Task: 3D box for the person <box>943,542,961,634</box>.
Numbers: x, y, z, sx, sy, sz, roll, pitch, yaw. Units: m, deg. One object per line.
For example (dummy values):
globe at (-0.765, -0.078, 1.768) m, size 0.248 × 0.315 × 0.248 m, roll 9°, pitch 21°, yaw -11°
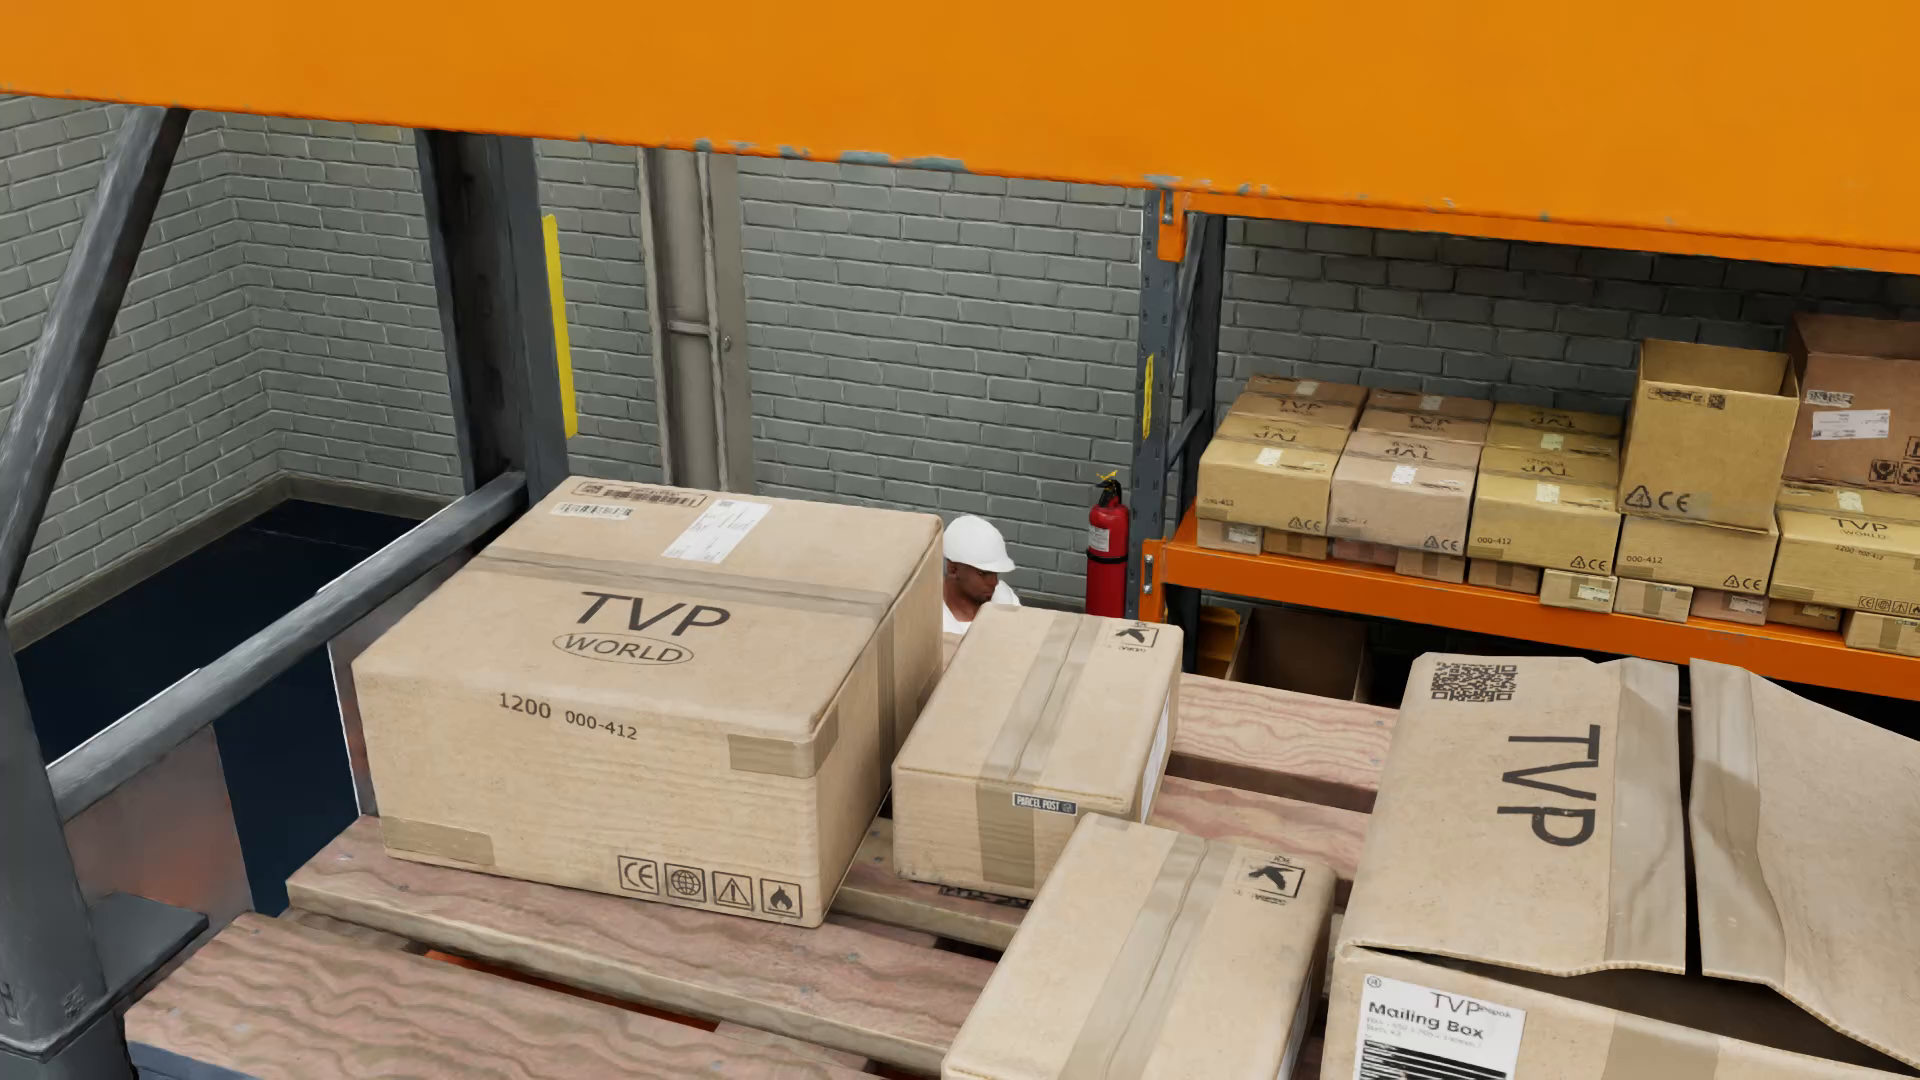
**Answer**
person at (-0.177, 0.717, 6.088) m, size 0.352 × 1.761 × 0.563 m, roll 9°, pitch 27°, yaw 19°
